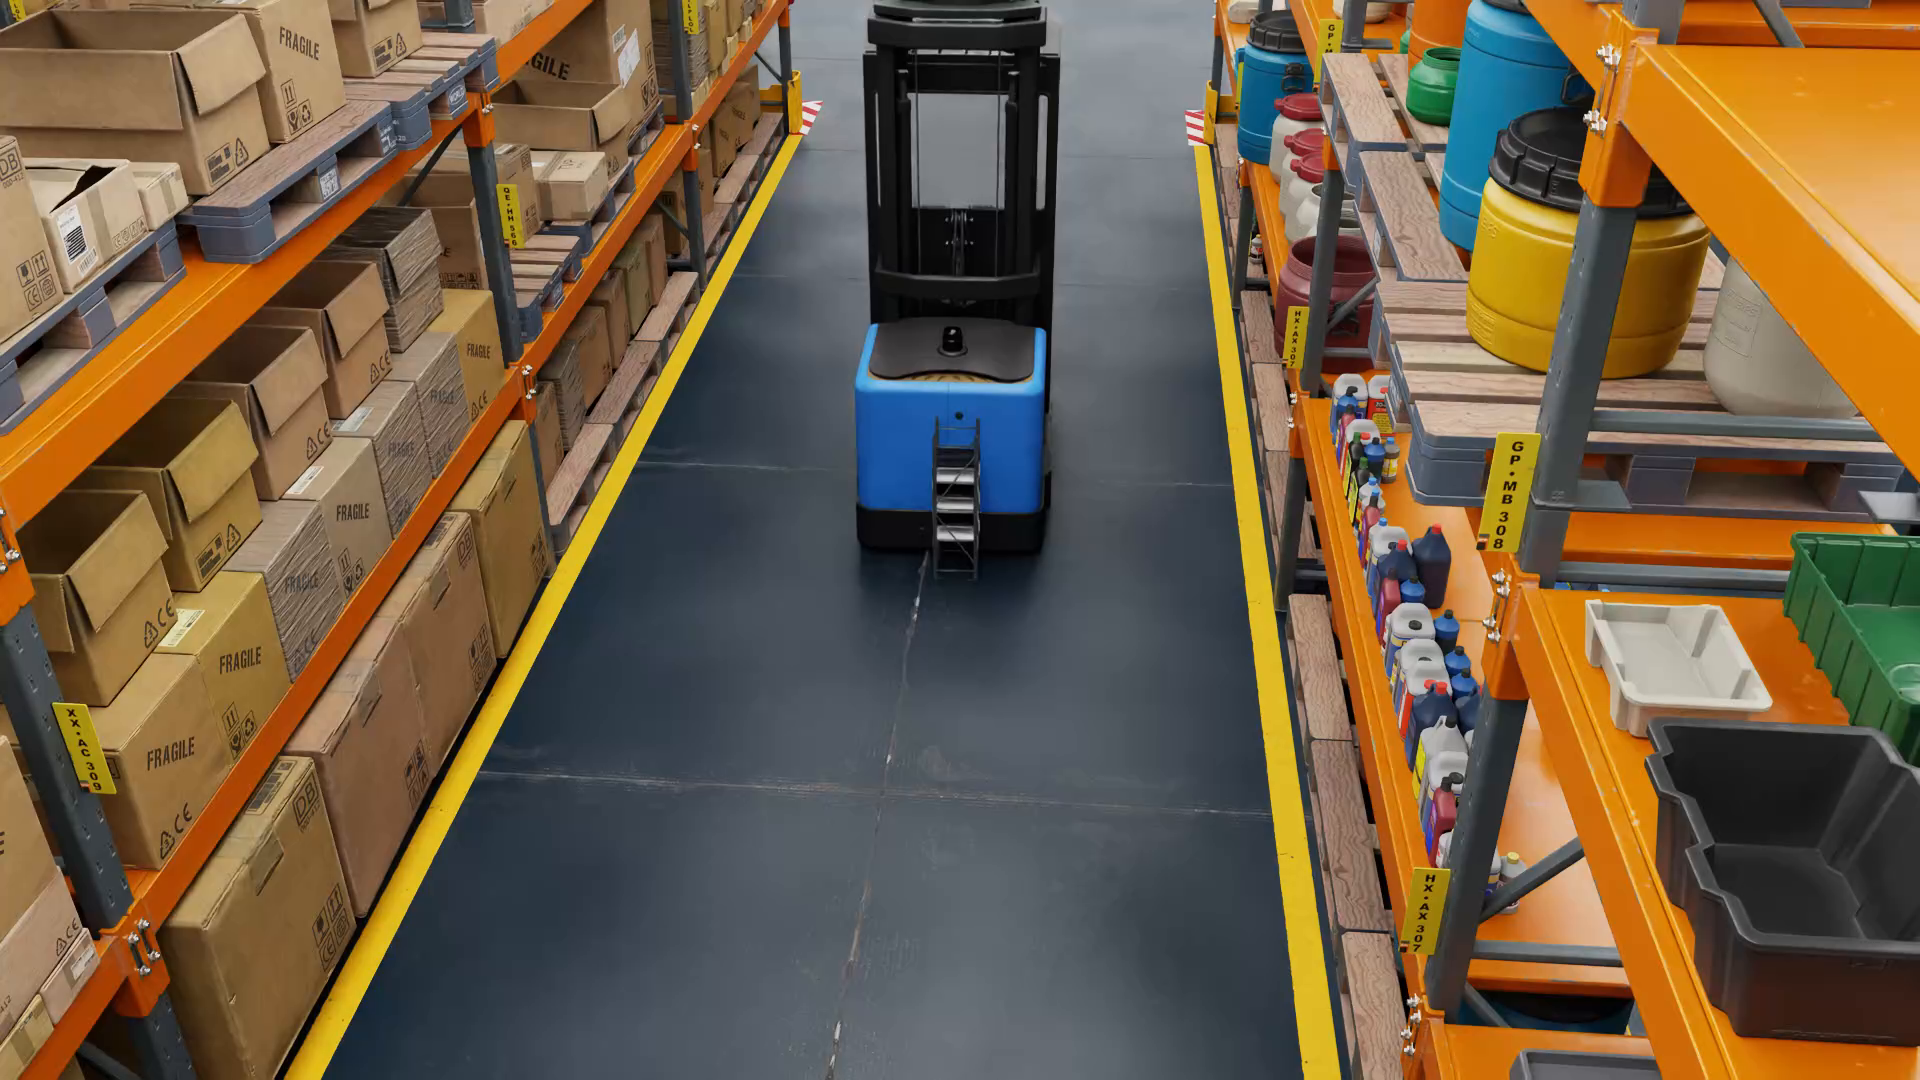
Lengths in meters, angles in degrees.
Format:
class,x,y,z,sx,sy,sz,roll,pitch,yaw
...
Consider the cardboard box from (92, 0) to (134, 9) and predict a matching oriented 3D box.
class,x,y,z,sx,sy,sz,roll,pitch,yaw
cardboard box,-7.158,-4.289,13.488,0.875,0.550,0.550,2,32,4

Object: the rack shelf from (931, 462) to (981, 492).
class,x,y,z,sx,sy,sz,roll,pitch,yaw
rack shelf,-0.020,-0.340,8.944,0.258,0.077,0.200,2,32,3

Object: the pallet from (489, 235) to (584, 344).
class,x,y,z,sx,sy,sz,roll,pitch,yaw
pallet,-2.798,-1.405,9.134,1.213,0.211,1.003,2,32,4

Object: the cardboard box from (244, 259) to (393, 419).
class,x,y,z,sx,sy,sz,roll,pitch,yaw
cardboard box,-2.881,-0.857,7.010,0.797,0.503,0.637,3,32,5

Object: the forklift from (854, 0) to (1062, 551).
class,x,y,z,sx,sy,sz,roll,pitch,yaw
forklift,0.023,-1.931,9.871,1.130,2.935,3.031,2,32,3

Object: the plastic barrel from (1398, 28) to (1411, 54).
class,x,y,z,sx,sy,sz,roll,pitch,yaw
plastic barrel,2.156,-2.240,7.595,0.294,0.245,0.294,0,32,0

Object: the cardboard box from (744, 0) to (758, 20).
class,x,y,z,sx,sy,sz,roll,pitch,yaw
cardboard box,-2.176,-4.649,13.837,0.875,0.500,0.500,2,32,4

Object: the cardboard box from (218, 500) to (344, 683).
class,x,y,z,sx,sy,sz,roll,pitch,yaw
cardboard box,-2.708,0.185,6.276,0.500,0.500,0.500,2,32,3

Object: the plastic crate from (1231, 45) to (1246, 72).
class,x,y,z,sx,sy,sz,roll,pitch,yaw
plastic crate,2.392,-3.737,12.987,0.530,0.136,0.437,2,32,4

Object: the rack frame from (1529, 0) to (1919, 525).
class,x,y,z,sx,sy,sz,roll,pitch,yaw
rack frame,1.861,-1.360,3.160,1.000,3.000,0.127,2,32,4

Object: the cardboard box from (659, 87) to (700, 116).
class,x,y,z,sx,sy,sz,roll,pitch,yaw
cardboard box,-2.107,-3.194,12.093,0.380,0.149,0.250,2,32,4

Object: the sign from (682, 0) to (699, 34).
class,x,y,z,sx,sy,sz,roll,pitch,yaw
sign,-1.871,-3.672,11.526,0.100,0.325,0.005,2,32,4

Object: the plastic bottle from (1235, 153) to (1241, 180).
class,x,y,z,sx,sy,sz,roll,pitch,yaw
plastic bottle,2.380,-3.172,14.000,0.097,0.271,0.097,0,32,0

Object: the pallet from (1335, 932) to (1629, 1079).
class,x,y,z,sx,sy,sz,roll,pitch,yaw
pallet,1.965,1.979,6.118,1.003,0.211,1.213,2,32,4

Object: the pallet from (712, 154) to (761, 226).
class,x,y,z,sx,sy,sz,roll,pitch,yaw
pallet,-2.308,-3.006,14.207,1.003,0.211,1.213,2,32,4

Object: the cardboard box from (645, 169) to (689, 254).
class,x,y,z,sx,sy,sz,roll,pitch,yaw
cardboard box,-2.352,-2.523,12.748,0.500,0.500,0.500,2,32,2

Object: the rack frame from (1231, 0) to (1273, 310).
class,x,y,z,sx,sy,sz,roll,pitch,yaw
rack frame,2.512,-2.990,11.522,1.000,3.000,0.127,2,32,4

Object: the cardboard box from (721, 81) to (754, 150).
class,x,y,z,sx,sy,sz,roll,pitch,yaw
cardboard box,-2.181,-3.768,14.767,0.500,0.500,0.500,11,33,17

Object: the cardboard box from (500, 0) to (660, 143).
class,x,y,z,sx,sy,sz,roll,pitch,yaw
cardboard box,-2.629,-3.226,10.934,1.000,1.000,1.000,3,32,4

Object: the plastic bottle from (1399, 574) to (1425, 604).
class,x,y,z,sx,sy,sz,roll,pitch,yaw
plastic bottle,1.725,0.253,6.383,0.097,0.271,0.097,0,32,0

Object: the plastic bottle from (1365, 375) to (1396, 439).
class,x,y,z,sx,sy,sz,roll,pitch,yaw
plastic bottle,1.981,-0.626,7.806,0.152,0.276,0.135,2,32,4

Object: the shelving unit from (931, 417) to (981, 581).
class,x,y,z,sx,sy,sz,roll,pitch,yaw
shelving unit,-0.020,-0.215,9.021,0.258,0.900,0.210,2,32,3

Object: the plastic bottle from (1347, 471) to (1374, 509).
class,x,y,z,sx,sy,sz,roll,pitch,yaw
plastic bottle,1.744,-0.230,7.233,0.097,0.201,0.097,0,32,0

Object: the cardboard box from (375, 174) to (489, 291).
class,x,y,z,sx,sy,sz,roll,pitch,yaw
cardboard box,-2.746,-1.615,8.796,0.500,0.500,0.500,-1,32,-2

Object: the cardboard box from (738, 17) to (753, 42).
class,x,y,z,sx,sy,sz,roll,pitch,yaw
cardboard box,-1.934,-4.239,13.789,0.380,0.149,0.250,2,32,4

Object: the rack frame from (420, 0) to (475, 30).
class,x,y,z,sx,sy,sz,roll,pitch,yaw
rack frame,-2.750,-3.663,6.898,1.000,3.000,0.127,2,32,4

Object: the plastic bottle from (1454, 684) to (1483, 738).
class,x,y,z,sx,sy,sz,roll,pitch,yaw
plastic bottle,1.768,0.630,5.697,0.144,0.351,0.185,2,32,4

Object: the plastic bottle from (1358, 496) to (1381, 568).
class,x,y,z,sx,sy,sz,roll,pitch,yaw
plastic bottle,1.690,-0.034,6.837,0.061,0.283,0.133,2,32,4

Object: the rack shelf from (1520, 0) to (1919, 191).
class,x,y,z,sx,sy,sz,roll,pitch,yaw
rack shelf,2.024,-1.930,5.151,1.077,0.370,4.000,2,32,4

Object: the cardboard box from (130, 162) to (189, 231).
class,x,y,z,sx,sy,sz,roll,pitch,yaw
cardboard box,-2.805,-1.139,5.499,0.380,0.149,0.250,1,32,2

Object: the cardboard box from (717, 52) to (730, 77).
class,x,y,z,sx,sy,sz,roll,pitch,yaw
cardboard box,-2.009,-3.716,12.940,0.380,0.149,0.250,2,32,4

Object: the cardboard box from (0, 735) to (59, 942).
class,x,y,z,sx,sy,sz,roll,pitch,yaw
cardboard box,-2.847,0.852,4.434,0.500,0.500,0.500,3,32,5

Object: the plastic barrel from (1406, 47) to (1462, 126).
class,x,y,z,sx,sy,sz,roll,pitch,yaw
plastic barrel,1.871,-1.743,6.389,0.294,0.245,0.294,0,32,0

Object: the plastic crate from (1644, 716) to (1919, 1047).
class,x,y,z,sx,sy,sz,roll,pitch,yaw
plastic crate,1.486,0.610,2.947,0.497,0.269,0.590,2,32,4

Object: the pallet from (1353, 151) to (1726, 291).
class,x,y,z,sx,sy,sz,roll,pitch,yaw
pallet,1.917,-1.010,5.631,1.003,0.211,1.213,2,32,4

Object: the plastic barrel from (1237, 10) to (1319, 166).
class,x,y,z,sx,sy,sz,roll,pitch,yaw
plastic barrel,2.179,-3.014,11.084,0.600,0.901,0.708,2,32,4

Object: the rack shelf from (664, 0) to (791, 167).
class,x,y,z,sx,sy,sz,roll,pitch,yaw
rack shelf,-2.261,-3.941,13.751,1.077,0.370,4.000,2,32,4

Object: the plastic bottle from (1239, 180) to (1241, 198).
class,x,y,z,sx,sy,sz,roll,pitch,yaw
plastic bottle,2.344,-2.941,13.624,0.097,0.271,0.097,0,32,0

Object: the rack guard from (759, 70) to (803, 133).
class,x,y,z,sx,sy,sz,roll,pitch,yaw
rack guard,-2.105,-4.189,15.851,1.175,0.500,0.348,2,32,4

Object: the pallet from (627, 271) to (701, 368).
class,x,y,z,sx,sy,sz,roll,pitch,yaw
pallet,-2.486,-1.607,11.936,1.003,0.211,1.213,2,32,4

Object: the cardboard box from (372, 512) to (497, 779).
class,x,y,z,sx,sy,sz,roll,pitch,yaw
cardboard box,-2.907,0.442,7.579,1.225,0.875,0.875,3,32,4

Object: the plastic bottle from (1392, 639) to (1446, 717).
class,x,y,z,sx,sy,sz,roll,pitch,yaw
plastic bottle,1.653,0.501,5.976,0.152,0.276,0.135,2,32,4

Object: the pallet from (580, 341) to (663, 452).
class,x,y,z,sx,sy,sz,roll,pitch,yaw
pallet,-2.583,-0.967,10.898,1.003,0.211,1.213,2,32,4

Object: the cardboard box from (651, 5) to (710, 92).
class,x,y,z,sx,sy,sz,roll,pitch,yaw
cardboard box,-2.326,-3.603,12.139,0.875,0.500,0.500,2,32,4

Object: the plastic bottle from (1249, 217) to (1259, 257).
class,x,y,z,sx,sy,sz,roll,pitch,yaw
plastic bottle,2.223,-2.286,12.551,0.061,0.283,0.133,4,32,6

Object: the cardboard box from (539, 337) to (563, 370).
class,x,y,z,sx,sy,sz,roll,pitch,yaw
cardboard box,-2.692,-1.181,9.837,0.500,0.250,0.500,6,32,10

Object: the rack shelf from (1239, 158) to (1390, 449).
class,x,y,z,sx,sy,sz,roll,pitch,yaw
rack shelf,2.349,-1.638,10.014,1.077,0.370,4.000,2,32,4

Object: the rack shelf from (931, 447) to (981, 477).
class,x,y,z,sx,sy,sz,roll,pitch,yaw
rack shelf,-0.020,-0.416,8.897,0.258,0.077,0.200,2,32,3

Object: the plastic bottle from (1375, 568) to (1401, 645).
class,x,y,z,sx,sy,sz,roll,pitch,yaw
plastic bottle,1.645,0.254,6.370,0.061,0.283,0.133,2,32,4

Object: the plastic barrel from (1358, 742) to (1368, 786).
class,x,y,z,sx,sy,sz,roll,pitch,yaw
plastic barrel,2.072,0.797,7.276,0.600,0.588,0.708,2,32,4

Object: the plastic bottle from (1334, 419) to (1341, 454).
class,x,y,z,sx,sy,sz,roll,pitch,yaw
plastic bottle,1.784,-0.491,7.657,0.097,0.201,0.097,0,32,0

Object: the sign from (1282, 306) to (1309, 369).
class,x,y,z,sx,sy,sz,roll,pitch,yaw
sign,1.638,-0.987,8.118,0.100,0.325,0.005,2,32,4

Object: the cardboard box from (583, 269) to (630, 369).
class,x,y,z,sx,sy,sz,roll,pitch,yaw
cardboard box,-2.599,-1.463,11.008,0.700,0.500,0.500,0,32,0

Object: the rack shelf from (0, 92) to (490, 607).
class,x,y,z,sx,sy,sz,roll,pitch,yaw
rack shelf,-2.913,-1.034,6.176,1.077,0.370,4.000,2,32,4

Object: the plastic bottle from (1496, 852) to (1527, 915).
class,x,y,z,sx,sy,sz,roll,pitch,yaw
plastic bottle,1.697,1.054,5.150,0.097,0.201,0.097,0,32,0

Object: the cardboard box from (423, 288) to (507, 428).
class,x,y,z,sx,sy,sz,roll,pitch,yaw
cardboard box,-2.543,-0.883,8.009,0.500,0.500,0.500,3,32,5

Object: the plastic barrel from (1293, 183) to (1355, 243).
class,x,y,z,sx,sy,sz,roll,pitch,yaw
plastic barrel,2.092,-1.713,9.344,0.421,0.512,0.421,0,32,0

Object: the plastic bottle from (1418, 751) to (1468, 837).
class,x,y,z,sx,sy,sz,roll,pitch,yaw
plastic bottle,1.601,0.836,5.434,0.152,0.276,0.135,2,32,4
